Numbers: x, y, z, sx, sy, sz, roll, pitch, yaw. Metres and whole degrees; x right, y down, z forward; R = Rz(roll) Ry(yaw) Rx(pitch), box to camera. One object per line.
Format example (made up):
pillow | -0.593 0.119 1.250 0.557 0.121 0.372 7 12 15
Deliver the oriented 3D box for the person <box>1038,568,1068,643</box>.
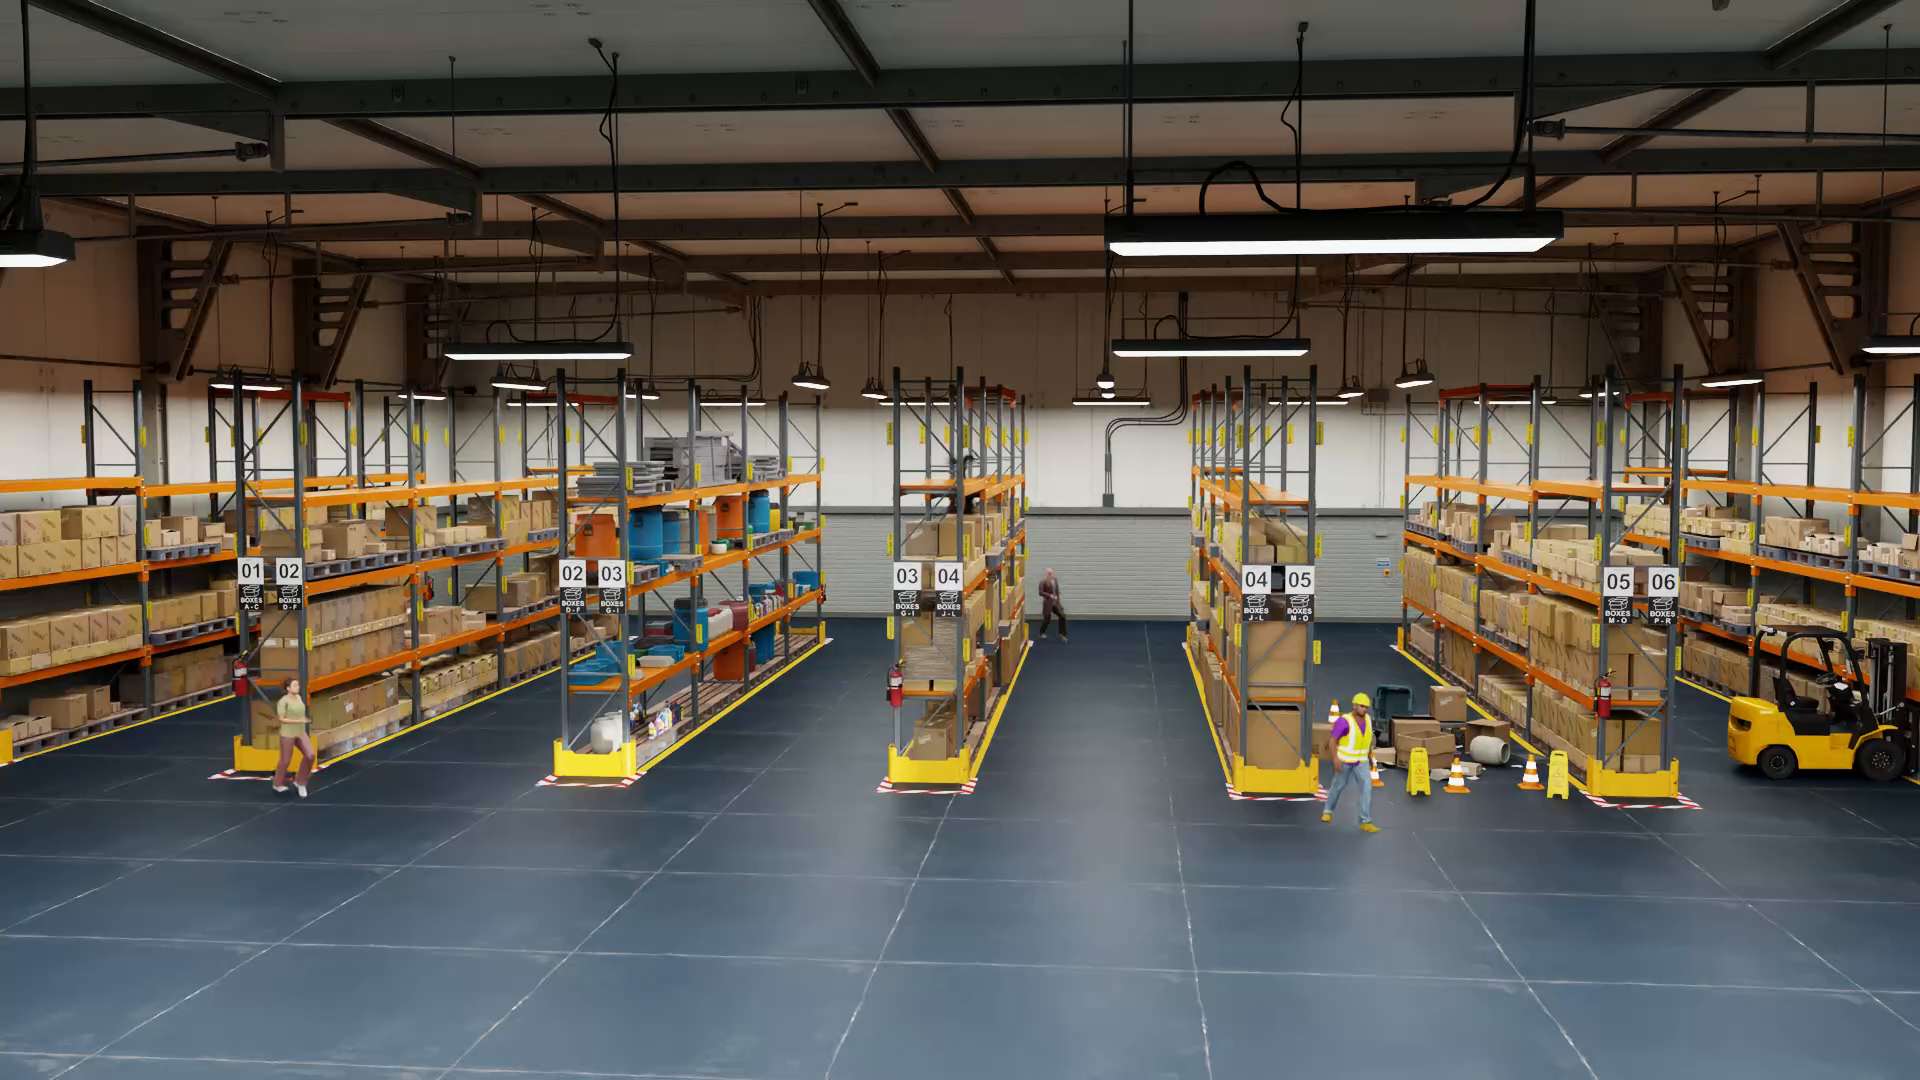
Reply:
person | 2.211 1.602 40.659 0.712 1.826 0.885 -2 4 -33

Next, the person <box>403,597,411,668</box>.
person | -11.159 2.028 33.446 0.677 1.781 1.071 0 4 -5

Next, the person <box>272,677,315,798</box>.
person | -9.273 2.735 23.086 0.780 1.691 0.520 2 4 31

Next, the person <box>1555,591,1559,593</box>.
person | 13.297 1.870 36.831 0.696 1.713 0.767 -2 4 -24

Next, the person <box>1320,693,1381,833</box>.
person | 4.980 2.787 21.069 0.718 1.712 0.948 -2 4 -24
